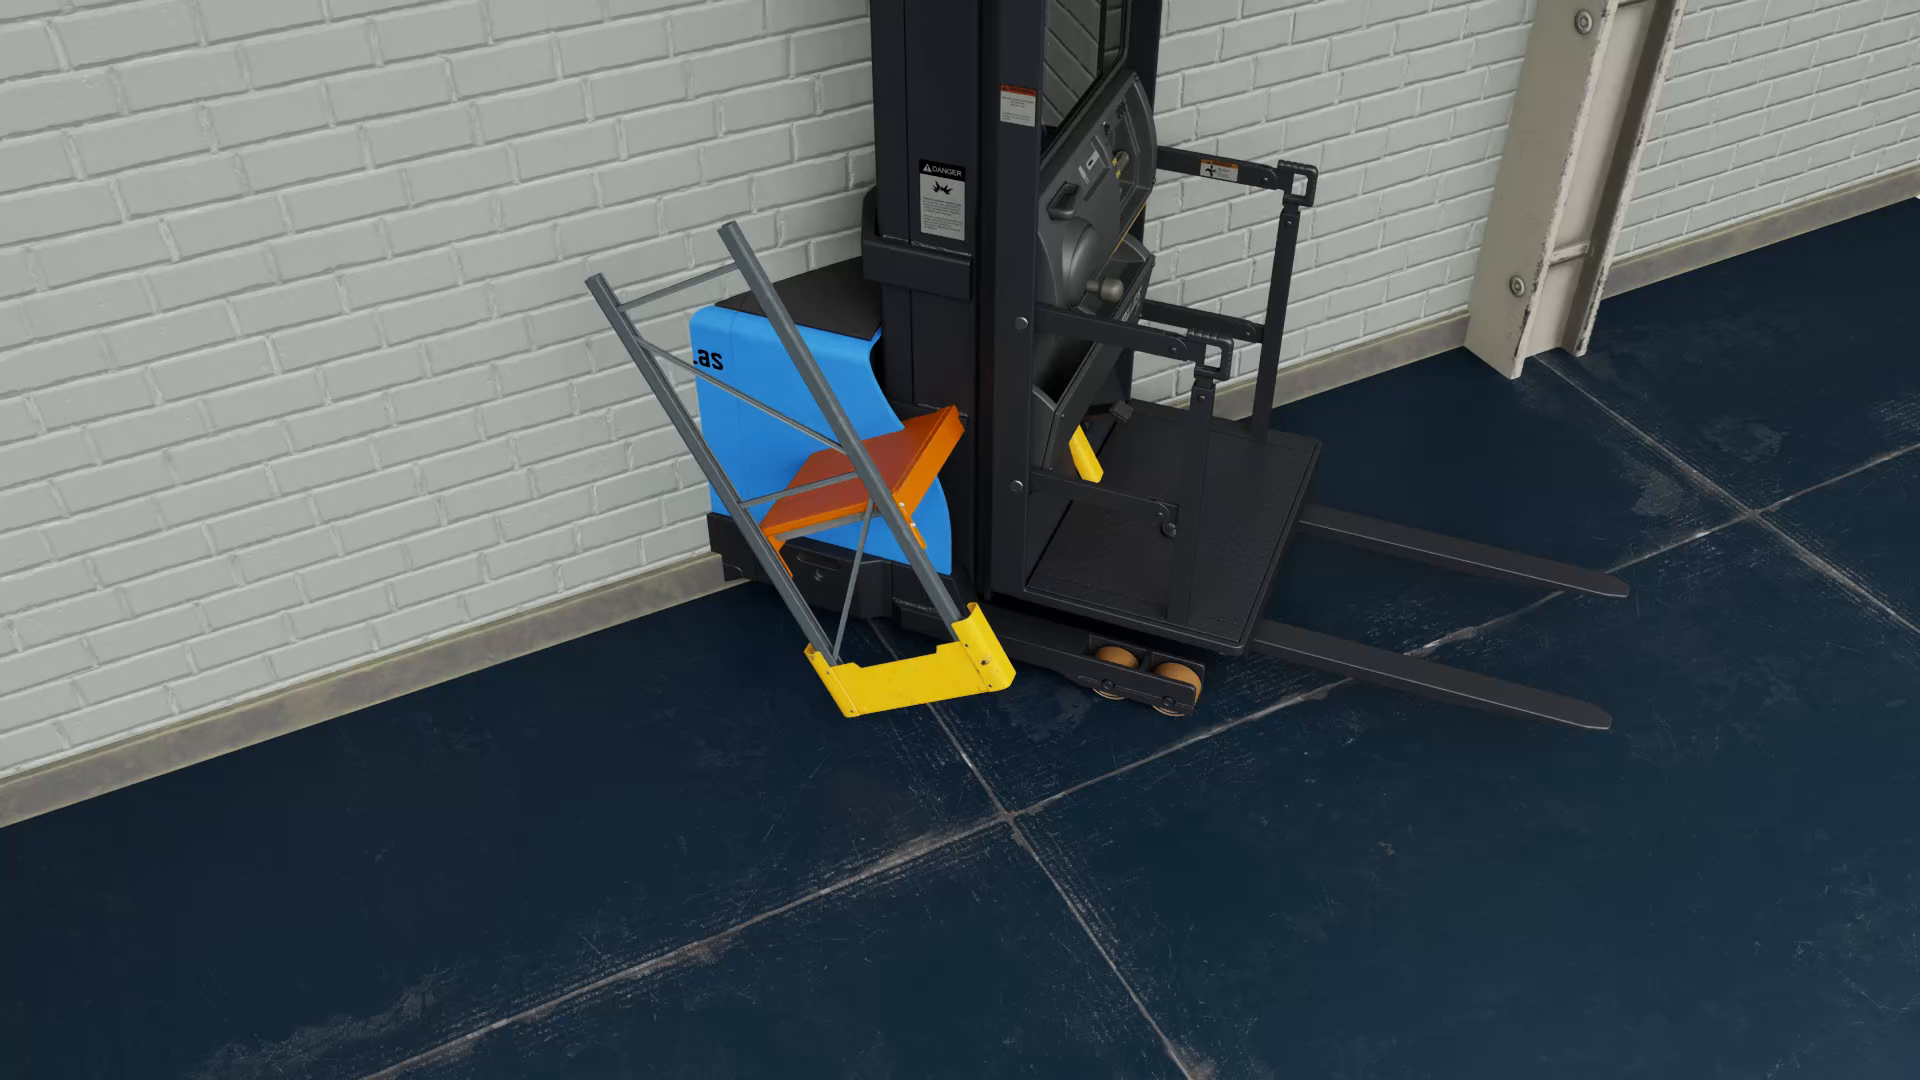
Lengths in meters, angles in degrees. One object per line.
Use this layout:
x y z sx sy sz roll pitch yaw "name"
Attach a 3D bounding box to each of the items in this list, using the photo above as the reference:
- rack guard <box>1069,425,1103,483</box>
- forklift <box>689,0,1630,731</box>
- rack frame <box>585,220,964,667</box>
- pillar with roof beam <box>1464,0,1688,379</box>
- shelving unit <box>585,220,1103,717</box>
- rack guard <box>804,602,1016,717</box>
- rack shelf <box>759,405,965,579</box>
0.179 -0.217 5.549 0.587 0.250 0.087 -13 29 31 "rack guard"
0.579 -0.969 4.626 3.031 2.935 1.130 14 42 16 "forklift"
-0.434 -0.135 4.529 0.500 1.500 0.032 -13 29 31 "rack frame"
4.240 -1.741 0.841 0.400 9.000 9.100 -19 44 -21 "pillar with roof beam"
-0.263 -0.430 4.918 0.587 1.500 1.083 -13 29 31 "shelving unit"
-0.149 0.352 4.800 0.587 0.250 0.087 -13 29 31 "rack guard"
-0.186 -0.282 4.985 0.538 0.185 1.000 -13 29 31 "rack shelf"
